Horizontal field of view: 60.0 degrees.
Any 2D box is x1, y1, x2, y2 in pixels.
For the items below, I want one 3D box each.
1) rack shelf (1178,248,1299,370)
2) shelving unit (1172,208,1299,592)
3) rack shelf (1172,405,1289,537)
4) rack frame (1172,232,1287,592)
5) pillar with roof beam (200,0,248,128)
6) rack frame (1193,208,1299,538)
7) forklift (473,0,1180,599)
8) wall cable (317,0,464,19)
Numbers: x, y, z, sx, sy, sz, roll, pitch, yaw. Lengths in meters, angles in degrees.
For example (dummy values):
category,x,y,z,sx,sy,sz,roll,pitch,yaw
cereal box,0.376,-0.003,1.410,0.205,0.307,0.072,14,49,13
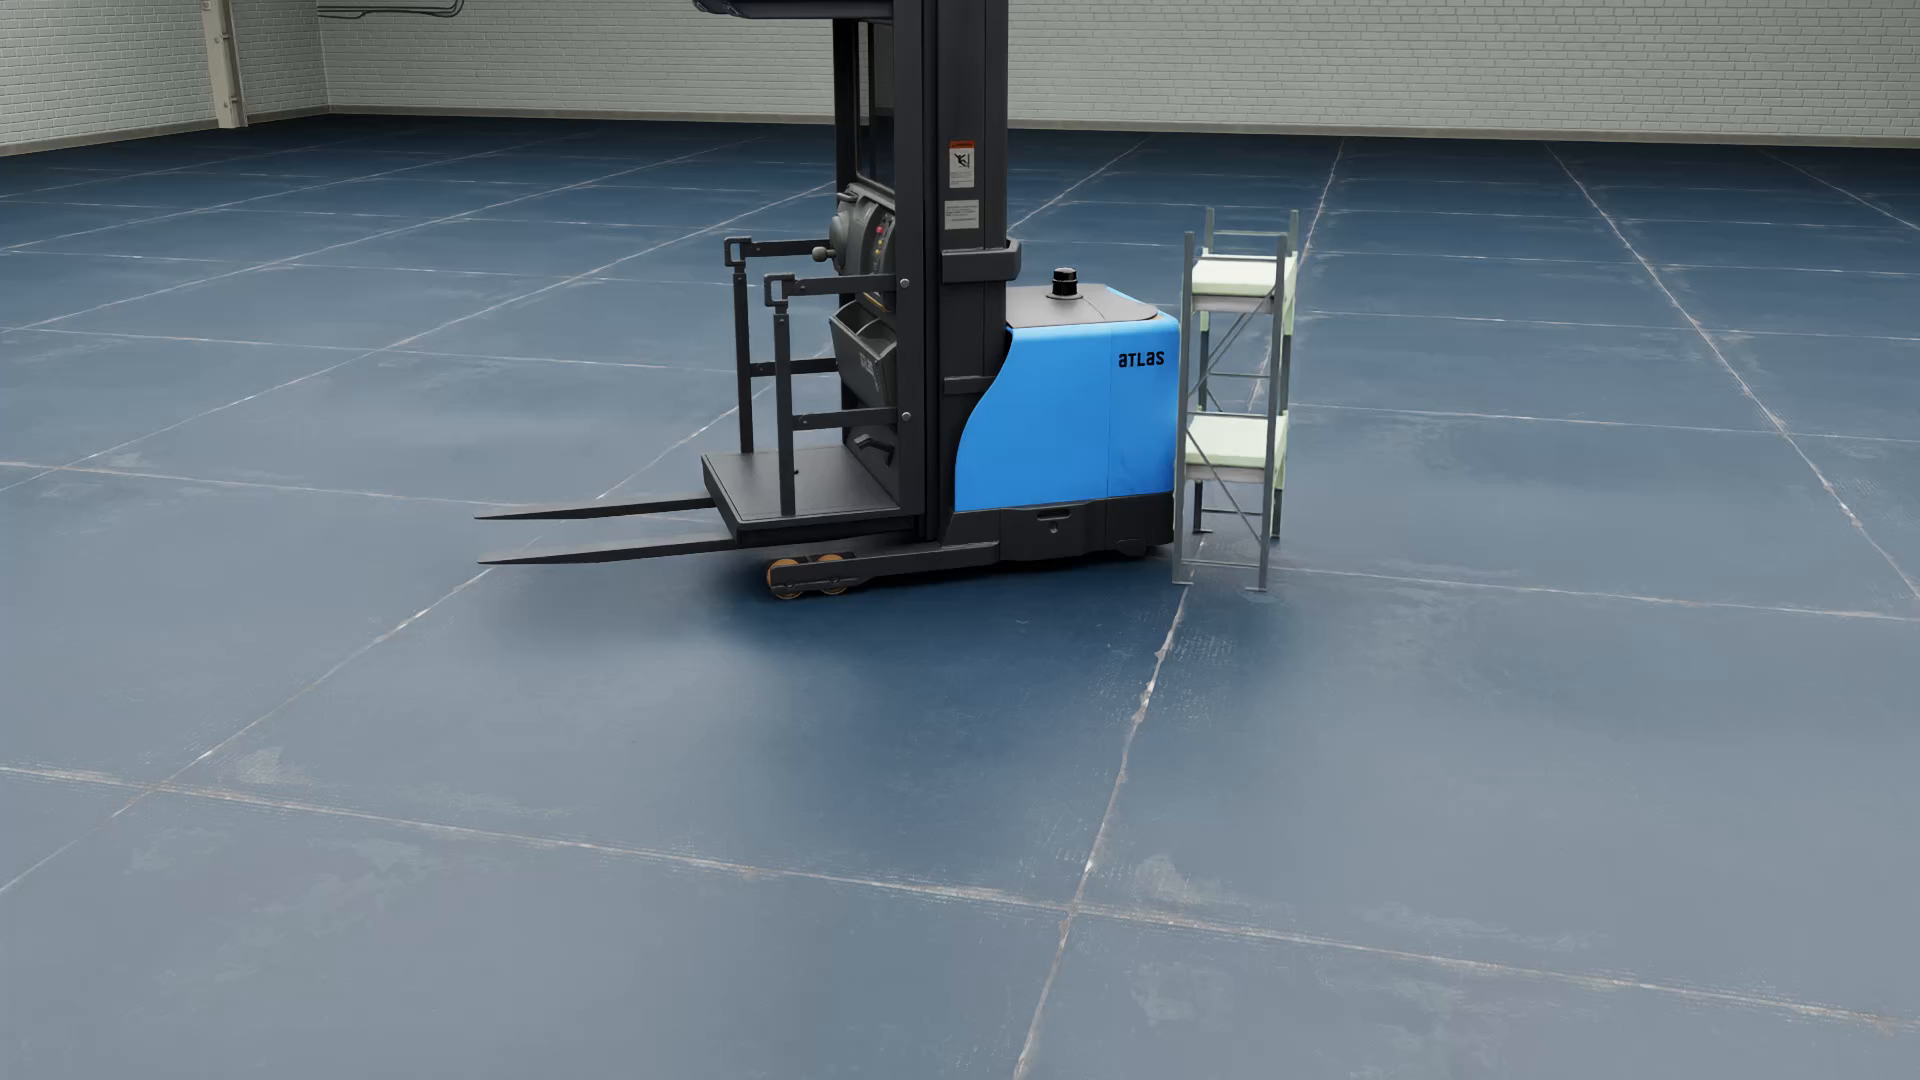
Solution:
category,x,y,z,sx,sy,sz,roll,pitch,yaw
rack shelf,1.190,-0.993,7.061,0.431,0.370,0.720,4,19,14
shelving unit,1.193,-0.623,7.187,0.431,1.500,0.755,4,19,14
rack shelf,1.195,-0.314,7.292,0.431,0.370,0.720,4,19,14
rack frame,1.100,-0.509,6.852,0.400,1.500,0.023,4,19,14
pillar with roof beam,-8.138,-10.911,25.709,9.100,9.000,0.400,5,19,13
rack frame,1.285,-0.738,7.522,0.400,1.500,0.023,4,19,14
forklift,-0.600,-1.329,7.044,3.031,2.935,1.130,-6,20,-16
wall cable,-10.310,-10.600,29.604,3.097,2.526,0.112,5,19,13
